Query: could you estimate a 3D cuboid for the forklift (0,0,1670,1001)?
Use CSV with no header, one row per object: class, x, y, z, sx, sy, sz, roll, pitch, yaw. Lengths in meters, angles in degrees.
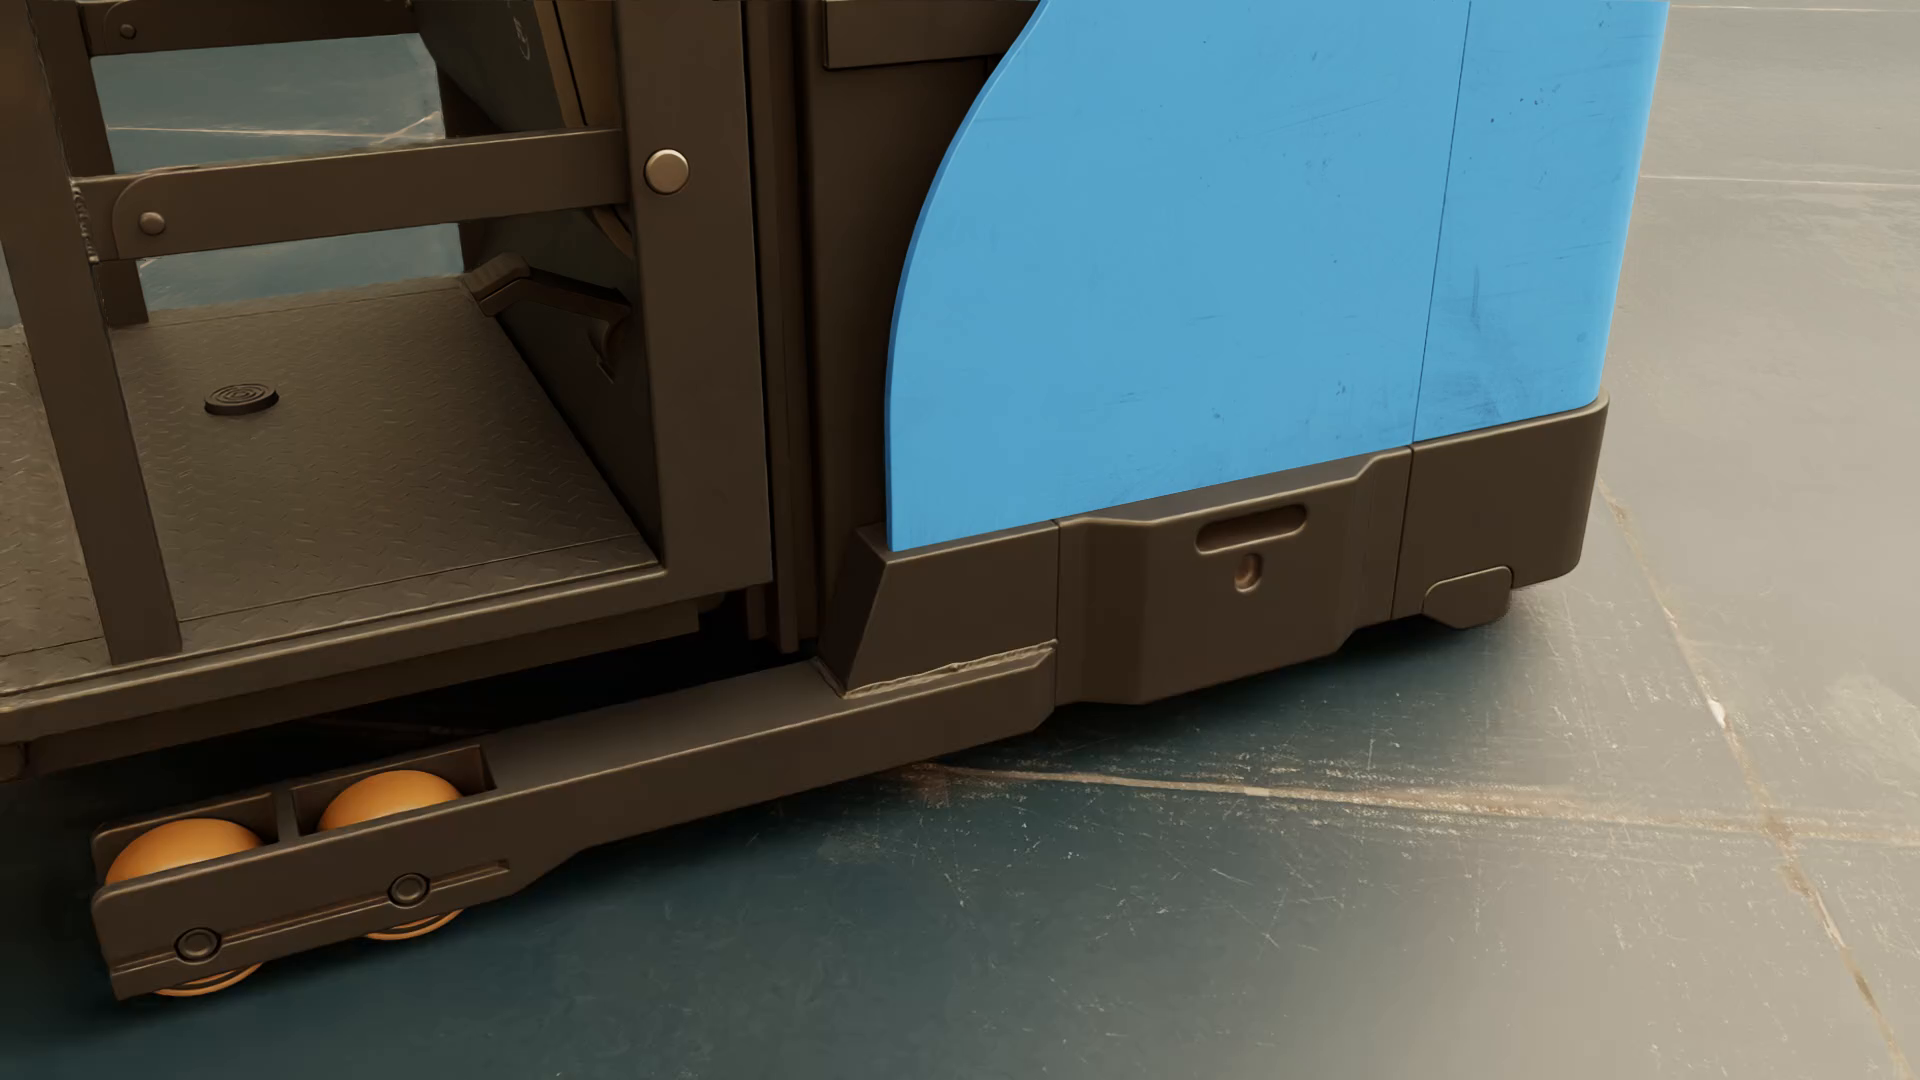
forklift,-0.700,-1.139,1.500,3.031,2.935,1.130,-12,29,-22
